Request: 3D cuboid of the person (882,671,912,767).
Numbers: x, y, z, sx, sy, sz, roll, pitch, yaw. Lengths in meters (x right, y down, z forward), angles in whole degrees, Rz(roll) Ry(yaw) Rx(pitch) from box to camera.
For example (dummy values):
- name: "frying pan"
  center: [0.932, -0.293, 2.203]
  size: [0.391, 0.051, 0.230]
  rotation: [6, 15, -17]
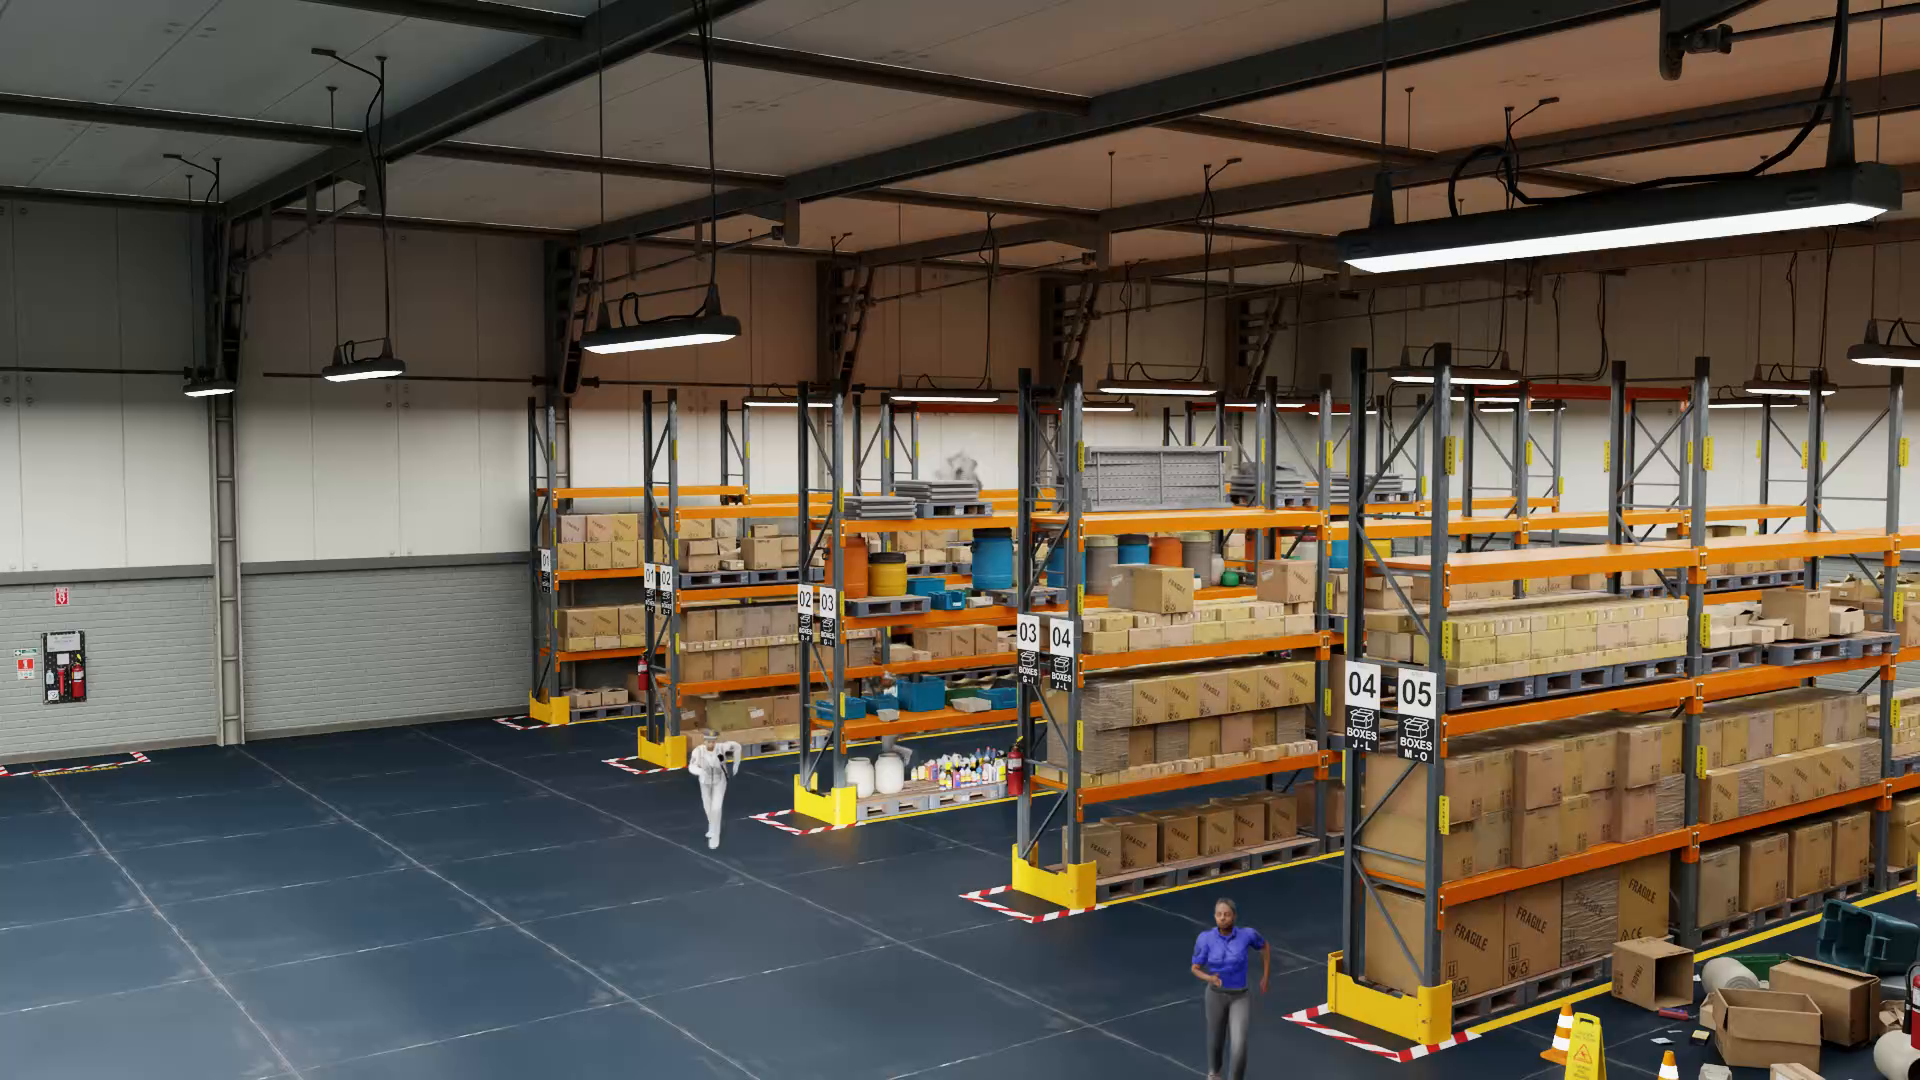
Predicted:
- name: "person"
  center: [-1.034, 2.833, 25.591]
  size: [0.631, 1.664, 0.589]
  rotation: [-2, 4, -35]

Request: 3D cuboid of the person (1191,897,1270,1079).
- name: "person"
  center: [2.085, 3.584, 12.841]
  size: [0.586, 1.690, 0.878]
  rotation: [1, 3, 13]

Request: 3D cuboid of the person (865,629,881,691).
- name: "person"
  center: [-1.516, 2.483, 31.184]
  size: [0.928, 1.645, 0.575]
  rotation: [-3, 4, -39]

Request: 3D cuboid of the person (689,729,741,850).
- name: "person"
  center: [-3.122, 3.148, 21.236]
  size: [0.648, 1.580, 0.939]
  rotation: [0, 3, -4]
